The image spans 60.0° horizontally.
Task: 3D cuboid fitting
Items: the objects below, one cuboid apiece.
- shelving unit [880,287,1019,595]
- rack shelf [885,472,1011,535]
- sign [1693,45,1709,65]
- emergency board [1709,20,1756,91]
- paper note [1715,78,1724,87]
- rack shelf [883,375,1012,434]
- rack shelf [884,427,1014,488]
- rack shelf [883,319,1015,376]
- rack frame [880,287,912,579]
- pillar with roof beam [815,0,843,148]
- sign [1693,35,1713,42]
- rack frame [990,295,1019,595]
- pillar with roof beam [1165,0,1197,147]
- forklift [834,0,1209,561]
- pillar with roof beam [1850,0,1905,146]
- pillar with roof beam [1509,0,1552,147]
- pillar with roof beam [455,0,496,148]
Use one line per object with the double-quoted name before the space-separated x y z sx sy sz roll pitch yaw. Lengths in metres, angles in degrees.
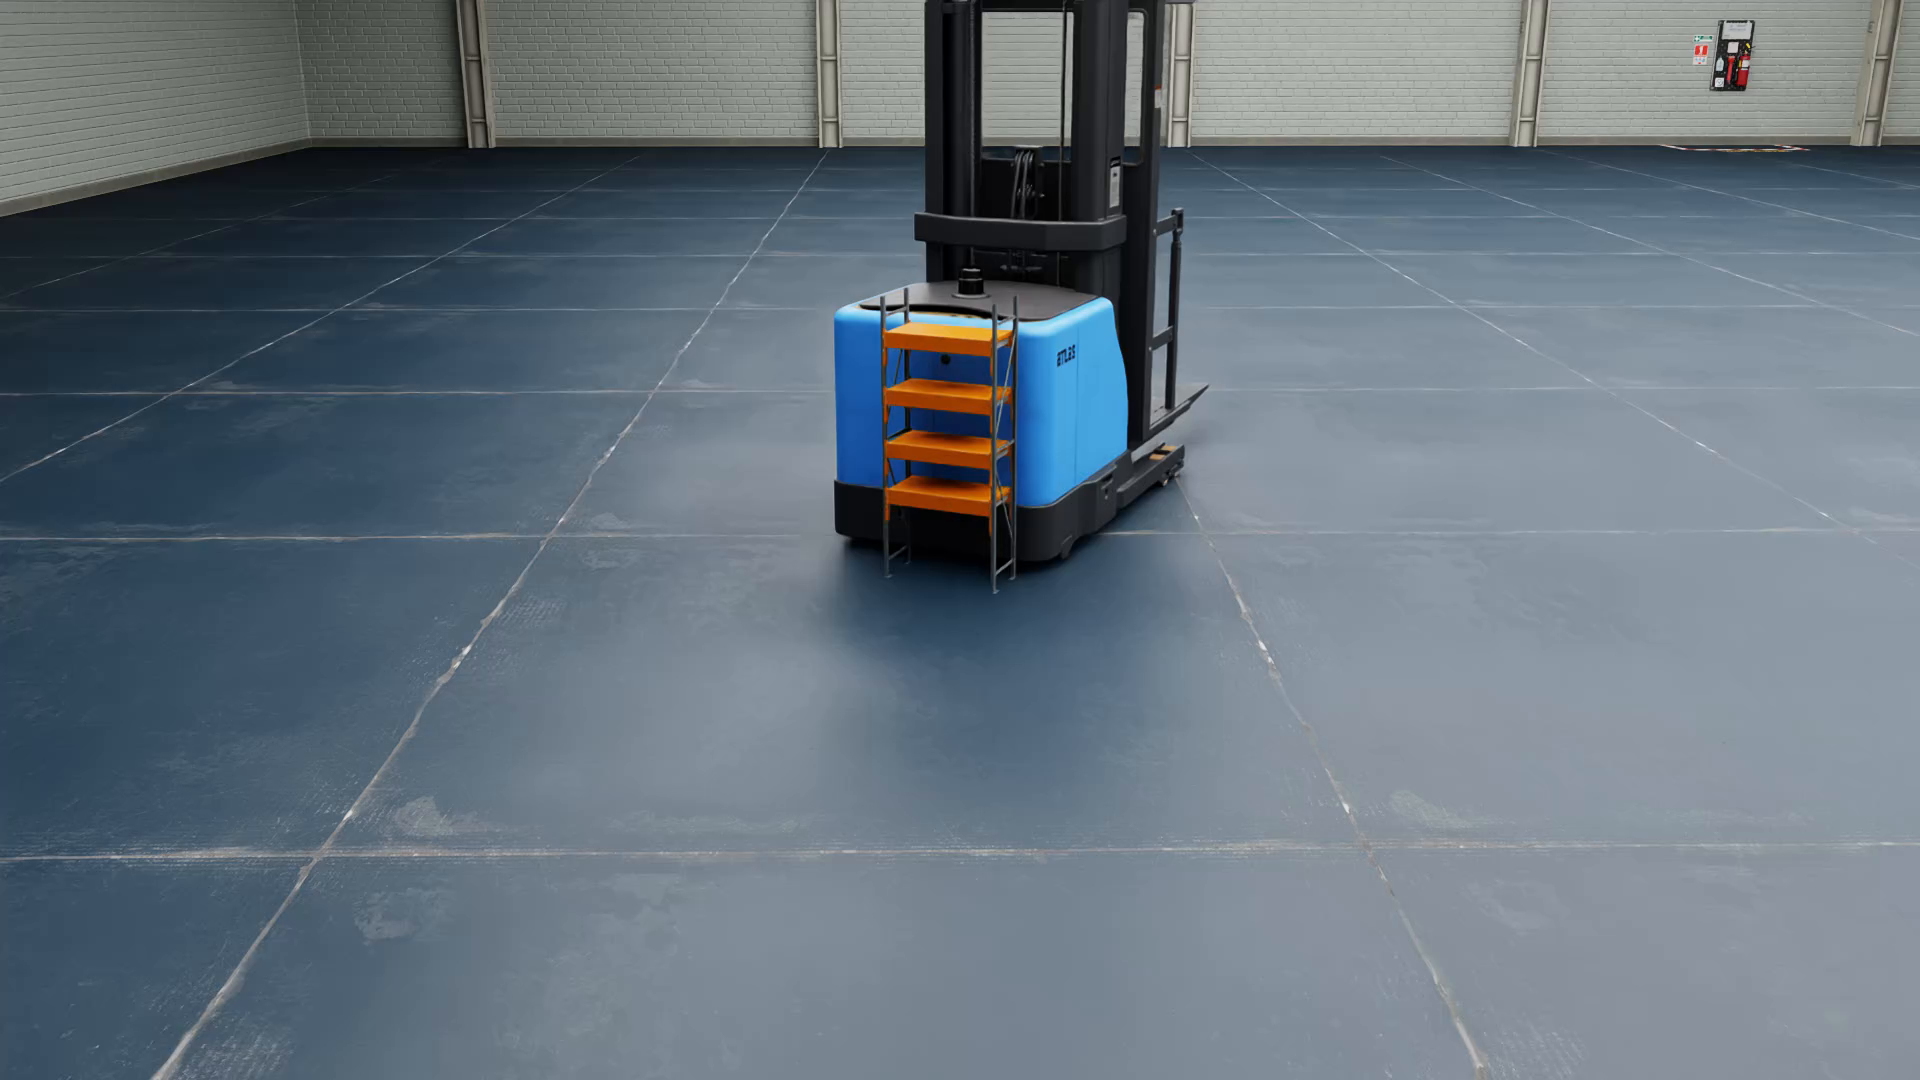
"shelving unit" -0.043 -0.408 6.856 0.503 1.200 0.258 8 19 23
"rack shelf" -0.043 -0.155 6.937 0.480 0.148 0.258 8 19 23
"sign" 12.747 -8.353 28.616 0.234 0.329 0.001 0 18 -1
"emergency board" 13.302 -8.307 28.532 0.643 1.169 0.194 0 18 -1
"paper note" 13.123 -7.907 28.729 0.142 0.148 0.016 0 18 -1
"rack shelf" -0.043 -0.557 6.808 0.480 0.148 0.258 8 19 23
"rack shelf" -0.043 -0.344 6.877 0.480 0.148 0.258 8 19 23
"rack shelf" -0.043 -0.783 6.736 0.480 0.148 0.258 8 19 23
"rack frame" -0.266 -0.438 6.950 0.015 1.200 0.240 8 19 23
"pillar with roof beam" -2.157 -9.762 23.247 0.400 9.000 9.100 0 18 -1
"sign" 12.752 -8.602 28.527 0.331 0.109 0.001 0 18 -1
"rack frame" 0.181 -0.378 6.762 0.015 1.200 0.240 8 19 23
"pillar with roof beam" 3.842 -9.791 23.337 0.400 9.000 9.100 0 18 -1
"forklift" 0.509 -1.713 8.088 1.130 2.935 3.031 8 19 23
"pillar with roof beam" 15.841 -9.849 23.517 0.400 9.000 9.100 0 18 -1
"pillar with roof beam" 9.842 -9.820 23.427 0.400 9.000 9.100 0 18 -1
"pillar with roof beam" -8.156 -9.733 23.157 0.400 9.000 9.100 0 18 -1
